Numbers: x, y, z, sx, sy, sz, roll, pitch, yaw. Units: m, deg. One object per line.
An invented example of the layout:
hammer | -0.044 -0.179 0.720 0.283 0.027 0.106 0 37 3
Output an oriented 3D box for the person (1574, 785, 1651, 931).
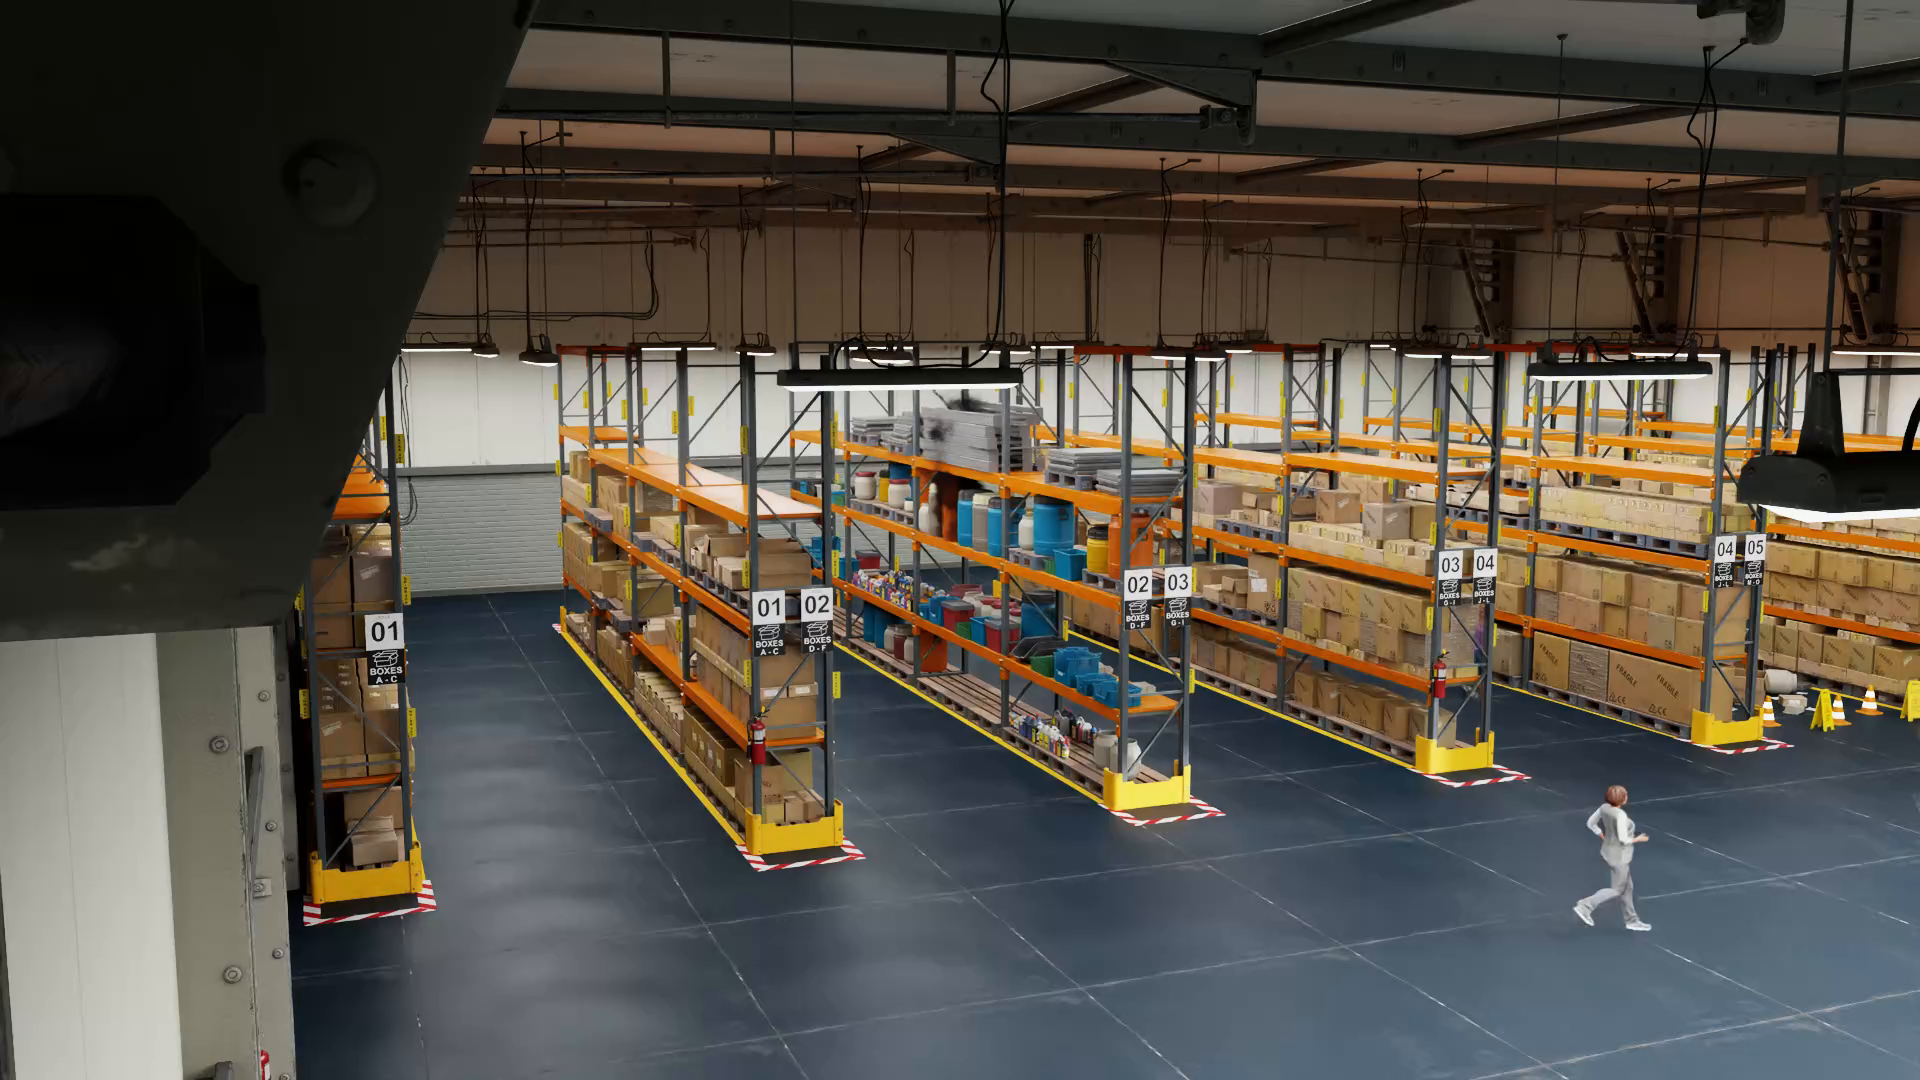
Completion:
person | 6.843 3.326 17.367 0.867 1.574 0.541 0 7 -2

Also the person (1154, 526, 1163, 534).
person | 4.777 0.314 41.211 0.513 1.575 0.707 -3 8 -22

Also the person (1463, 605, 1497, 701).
person | 8.934 1.936 28.580 0.507 1.632 0.707 -3 8 -23
